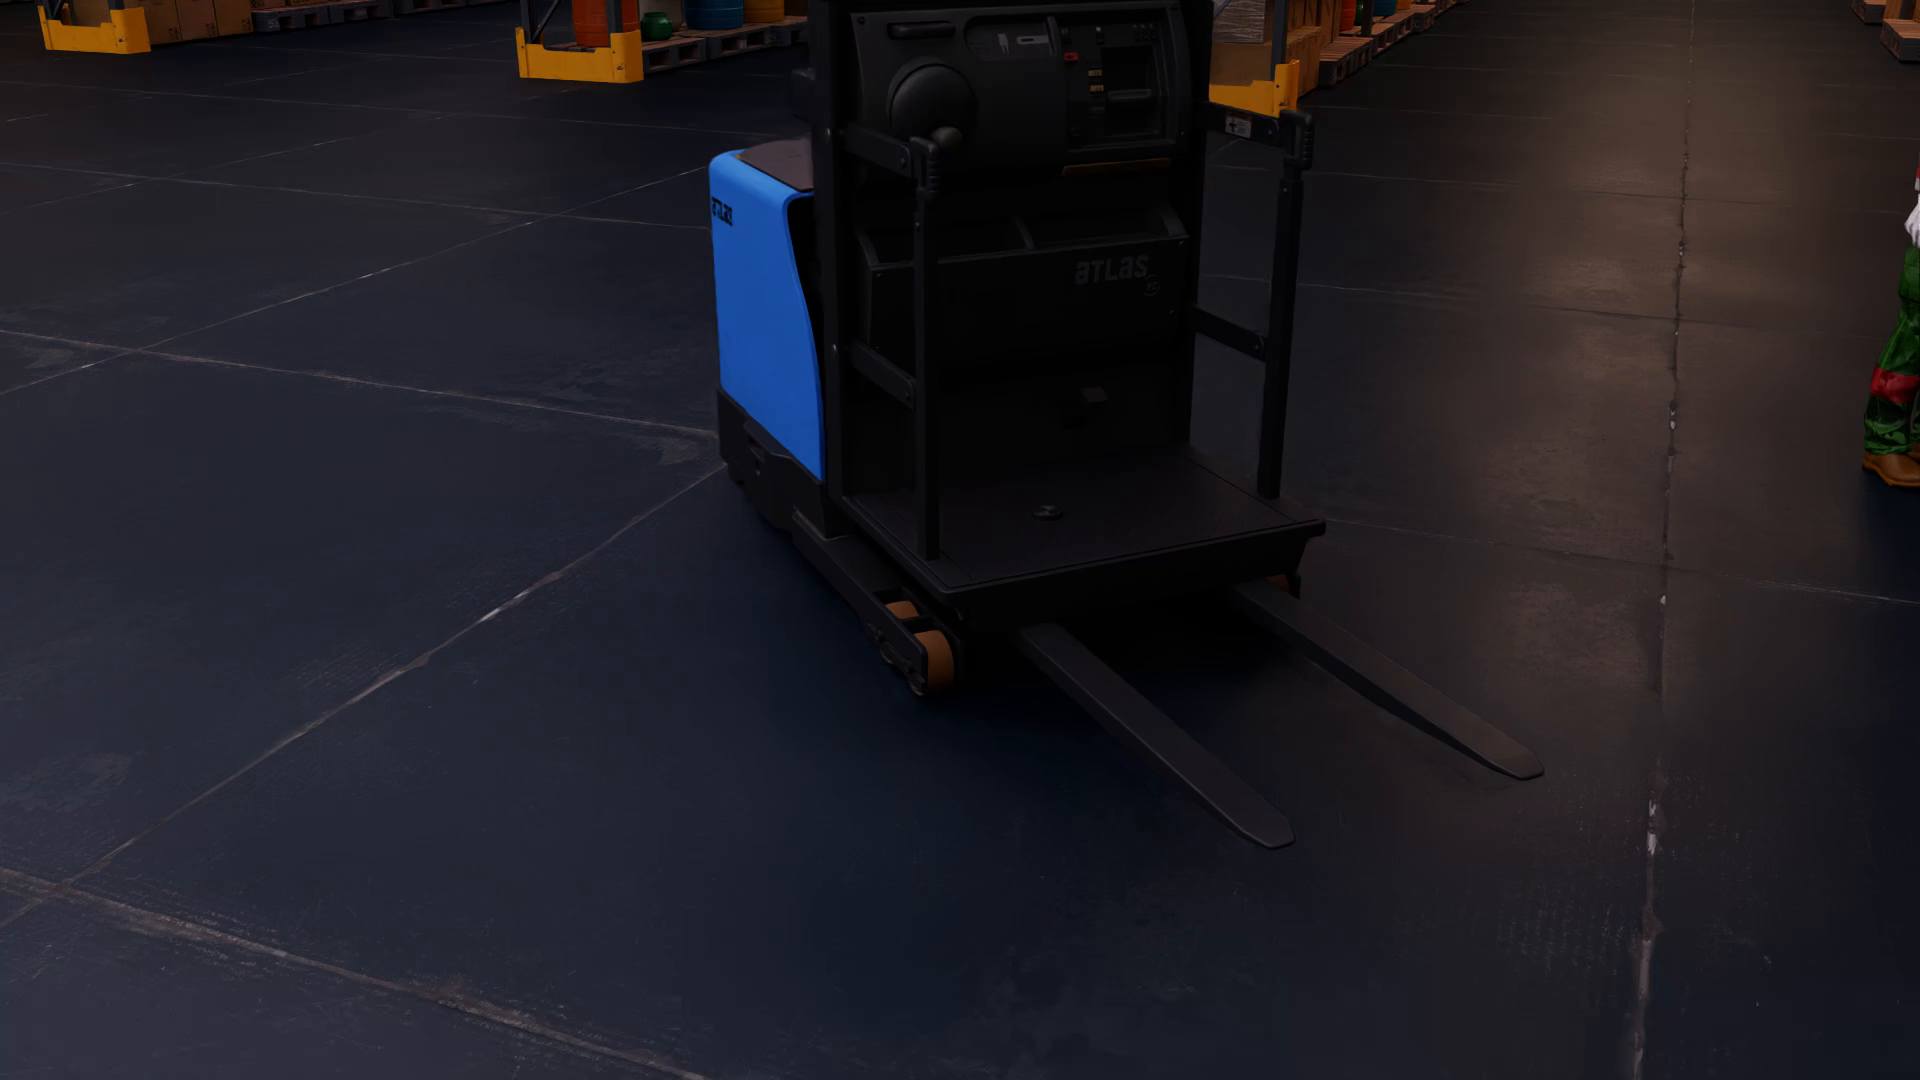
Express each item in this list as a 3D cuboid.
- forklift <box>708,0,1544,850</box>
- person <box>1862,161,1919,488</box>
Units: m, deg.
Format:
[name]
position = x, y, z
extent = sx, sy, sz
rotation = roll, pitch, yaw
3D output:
[forklift]
position = 0.261, -1.151, 4.047
extent = 1.130, 2.935, 3.031
rotation = -10, 25, -22
[person]
position = 3.287, -1.066, 5.321
extent = 0.529, 1.795, 0.369
rotation = -8, 24, -19
